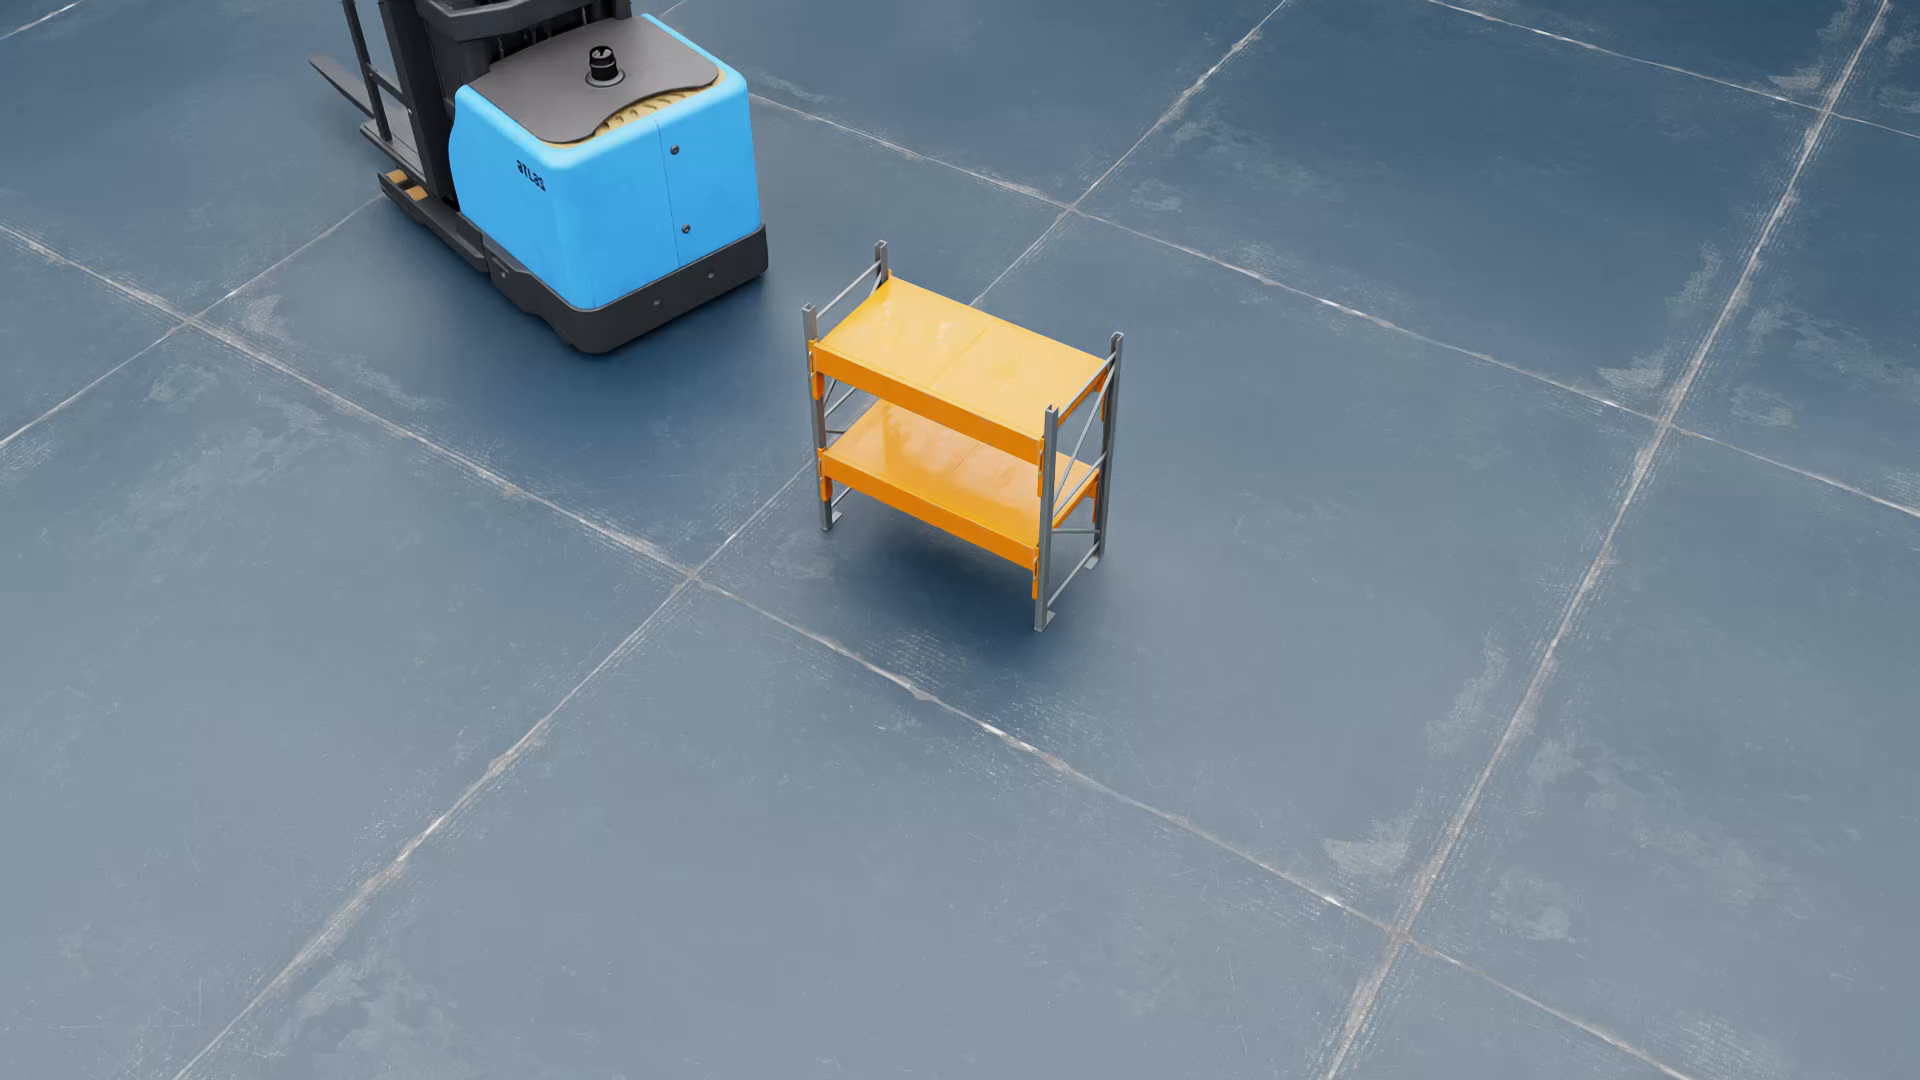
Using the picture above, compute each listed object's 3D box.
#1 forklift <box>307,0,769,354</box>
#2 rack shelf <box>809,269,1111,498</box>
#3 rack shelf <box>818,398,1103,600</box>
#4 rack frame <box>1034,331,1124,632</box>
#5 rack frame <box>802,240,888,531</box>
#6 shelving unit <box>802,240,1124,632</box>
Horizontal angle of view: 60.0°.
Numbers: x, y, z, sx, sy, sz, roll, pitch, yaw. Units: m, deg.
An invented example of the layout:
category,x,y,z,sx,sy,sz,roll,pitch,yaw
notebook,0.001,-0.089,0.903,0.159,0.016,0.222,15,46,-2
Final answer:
category,x,y,z,sx,sy,sz,roll,pitch,yaw
forklift,-2.268,-2.835,7.461,1.130,2.935,3.031,-33,54,-28
rack shelf,0.006,-0.593,6.134,1.000,0.278,0.538,25,51,22
rack shelf,0.006,-0.219,6.519,1.000,0.278,0.538,25,51,22
rack frame,0.434,-0.193,6.153,0.032,1.125,0.500,25,51,22
rack frame,-0.422,-0.586,6.535,0.032,1.125,0.500,25,51,22
shelving unit,0.006,-0.389,6.344,1.048,1.125,0.538,25,51,22
